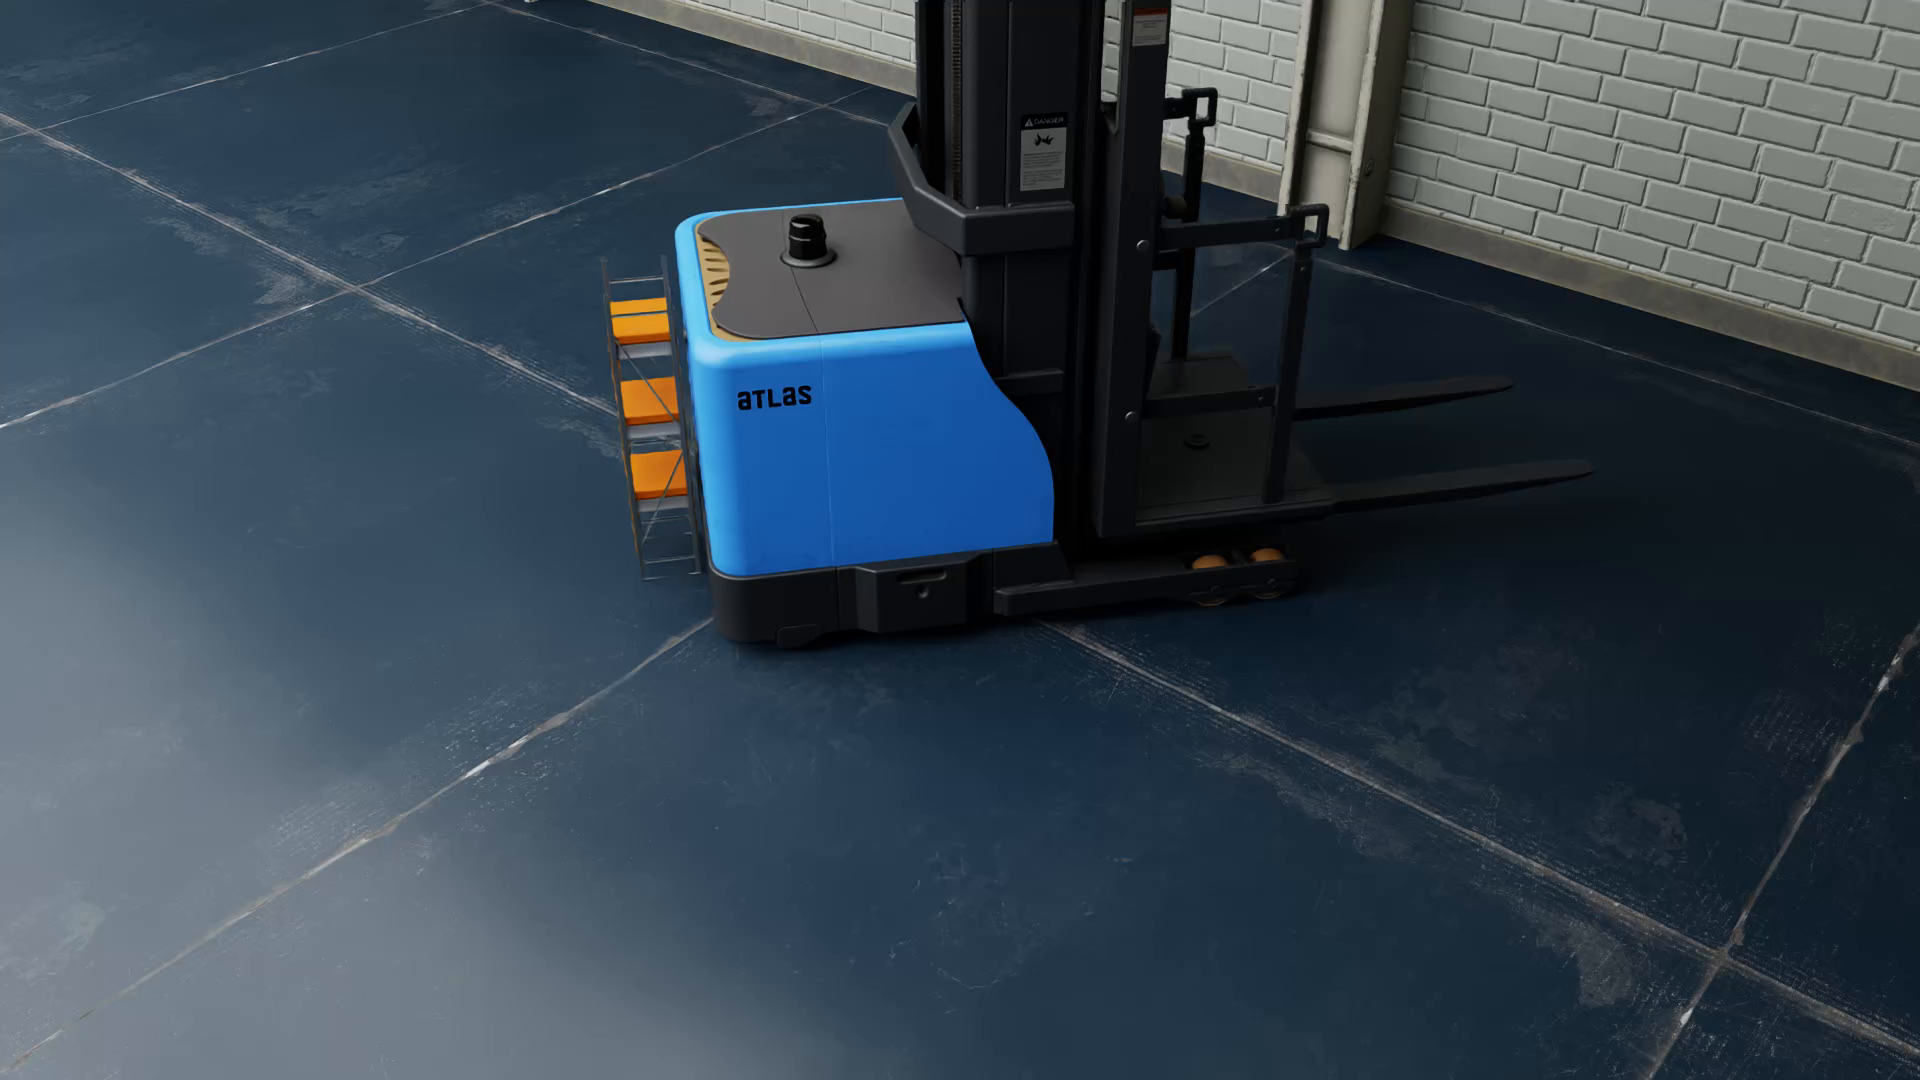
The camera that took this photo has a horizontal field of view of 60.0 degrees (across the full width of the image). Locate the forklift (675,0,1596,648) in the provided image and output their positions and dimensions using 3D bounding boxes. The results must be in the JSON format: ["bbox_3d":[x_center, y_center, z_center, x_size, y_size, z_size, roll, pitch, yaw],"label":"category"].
[{"bbox_3d":[0.635,-1.280,5.025,3.031,2.935,1.130,-6,35,-9],"label":"forklift"}]

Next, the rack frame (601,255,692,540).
[{"bbox_3d":[-1.015,-0.444,5.469,0.200,1.050,0.008,-6,35,-9],"label":"rack frame"}]

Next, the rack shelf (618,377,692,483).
[{"bbox_3d":[-0.991,-0.367,5.376,0.215,0.259,0.240,-6,35,-9],"label":"rack shelf"}]

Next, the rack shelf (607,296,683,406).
[{"bbox_3d":[-0.991,-0.601,5.216,0.215,0.259,0.240,-6,35,-9],"label":"rack shelf"}]

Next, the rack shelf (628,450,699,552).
[{"bbox_3d":[-0.991,-0.138,5.534,0.215,0.259,0.240,-6,35,-9],"label":"rack shelf"}]

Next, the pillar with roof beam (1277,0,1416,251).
[{"bbox_3d":[-1.009,-3.312,2.623,0.400,9.000,9.100,25,42,32],"label":"pillar with roof beam"}]

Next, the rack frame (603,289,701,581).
[{"bbox_3d":[-0.967,-0.308,5.272,0.200,1.050,0.008,-6,35,-9],"label":"rack frame"}]

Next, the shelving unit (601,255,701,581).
[{"bbox_3d":[-0.991,-0.376,5.370,0.215,1.050,0.252,-6,35,-9],"label":"shelving unit"}]
